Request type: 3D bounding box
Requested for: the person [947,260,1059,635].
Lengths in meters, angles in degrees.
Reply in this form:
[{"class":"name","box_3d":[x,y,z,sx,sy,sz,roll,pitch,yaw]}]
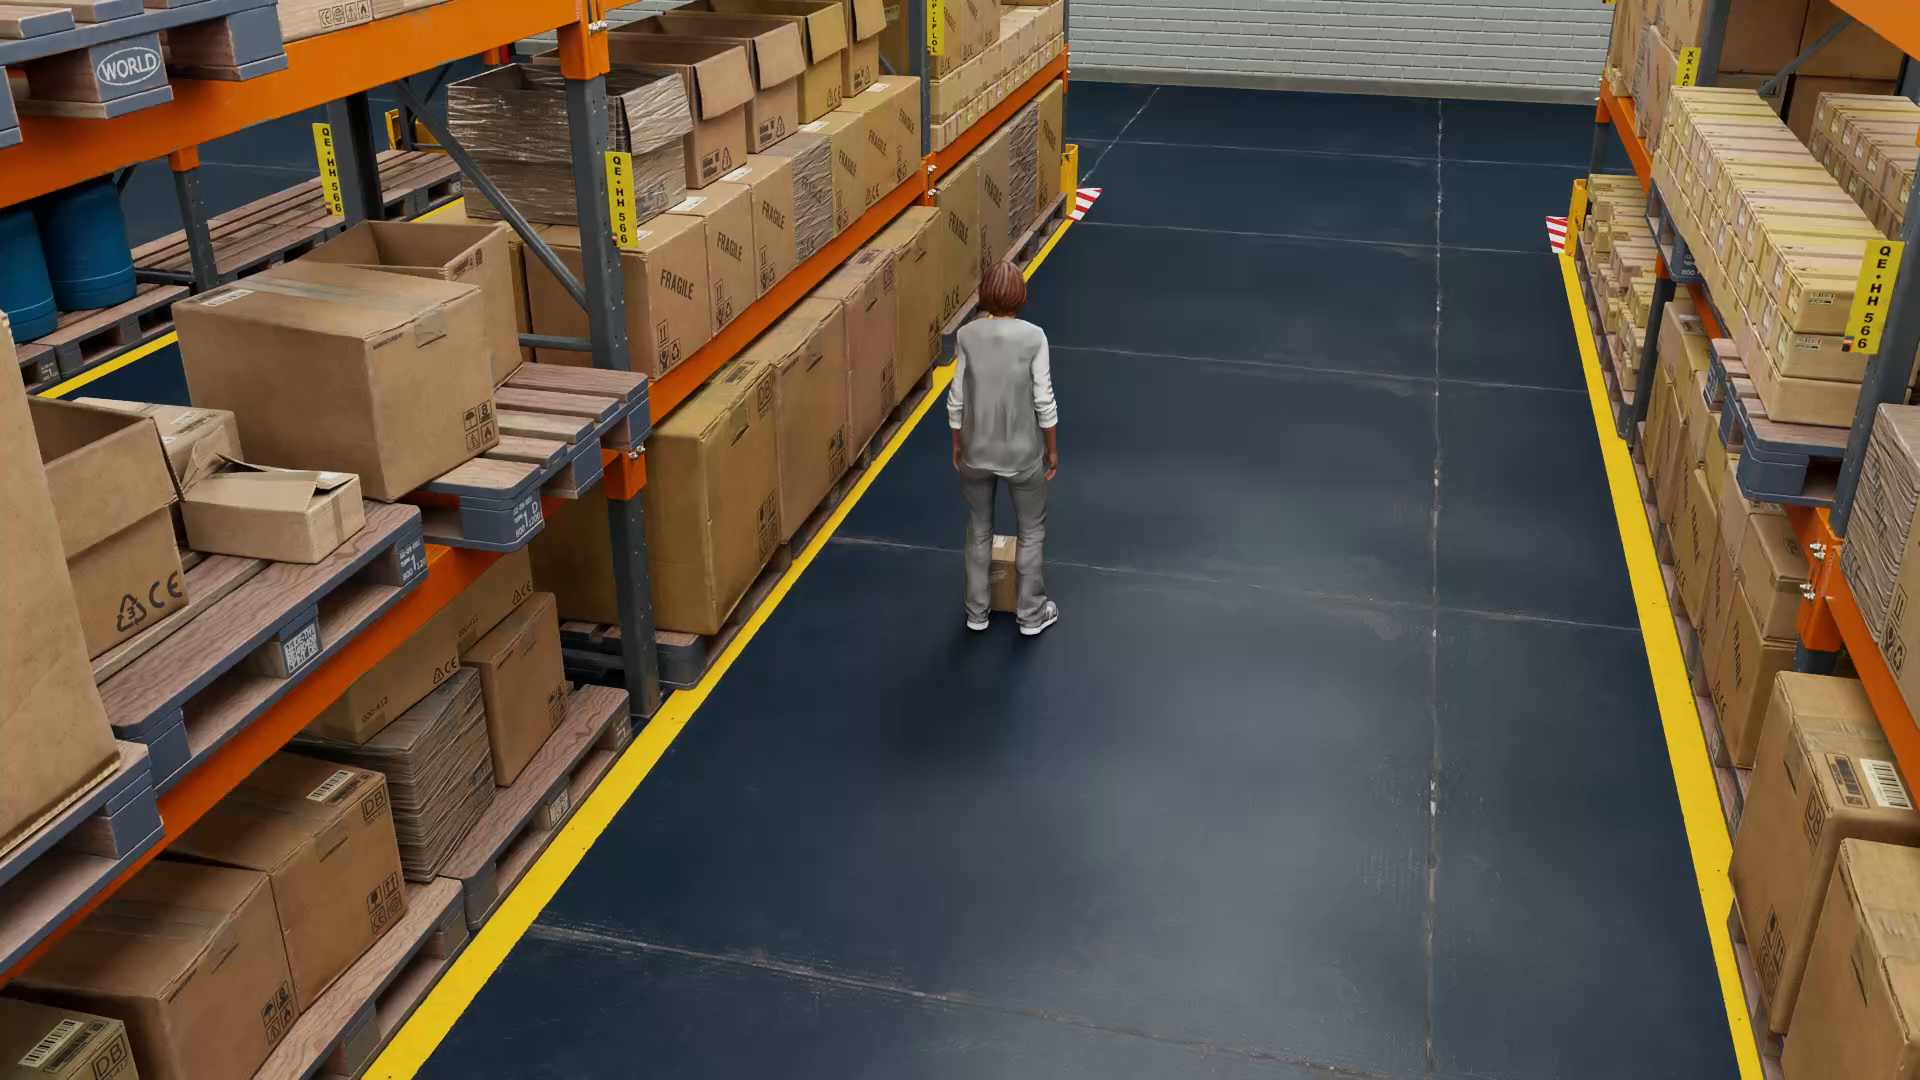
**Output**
[{"class":"person","box_3d":[0.177,-0.346,6.857,0.462,1.581,0.344,6,26,12]}]
